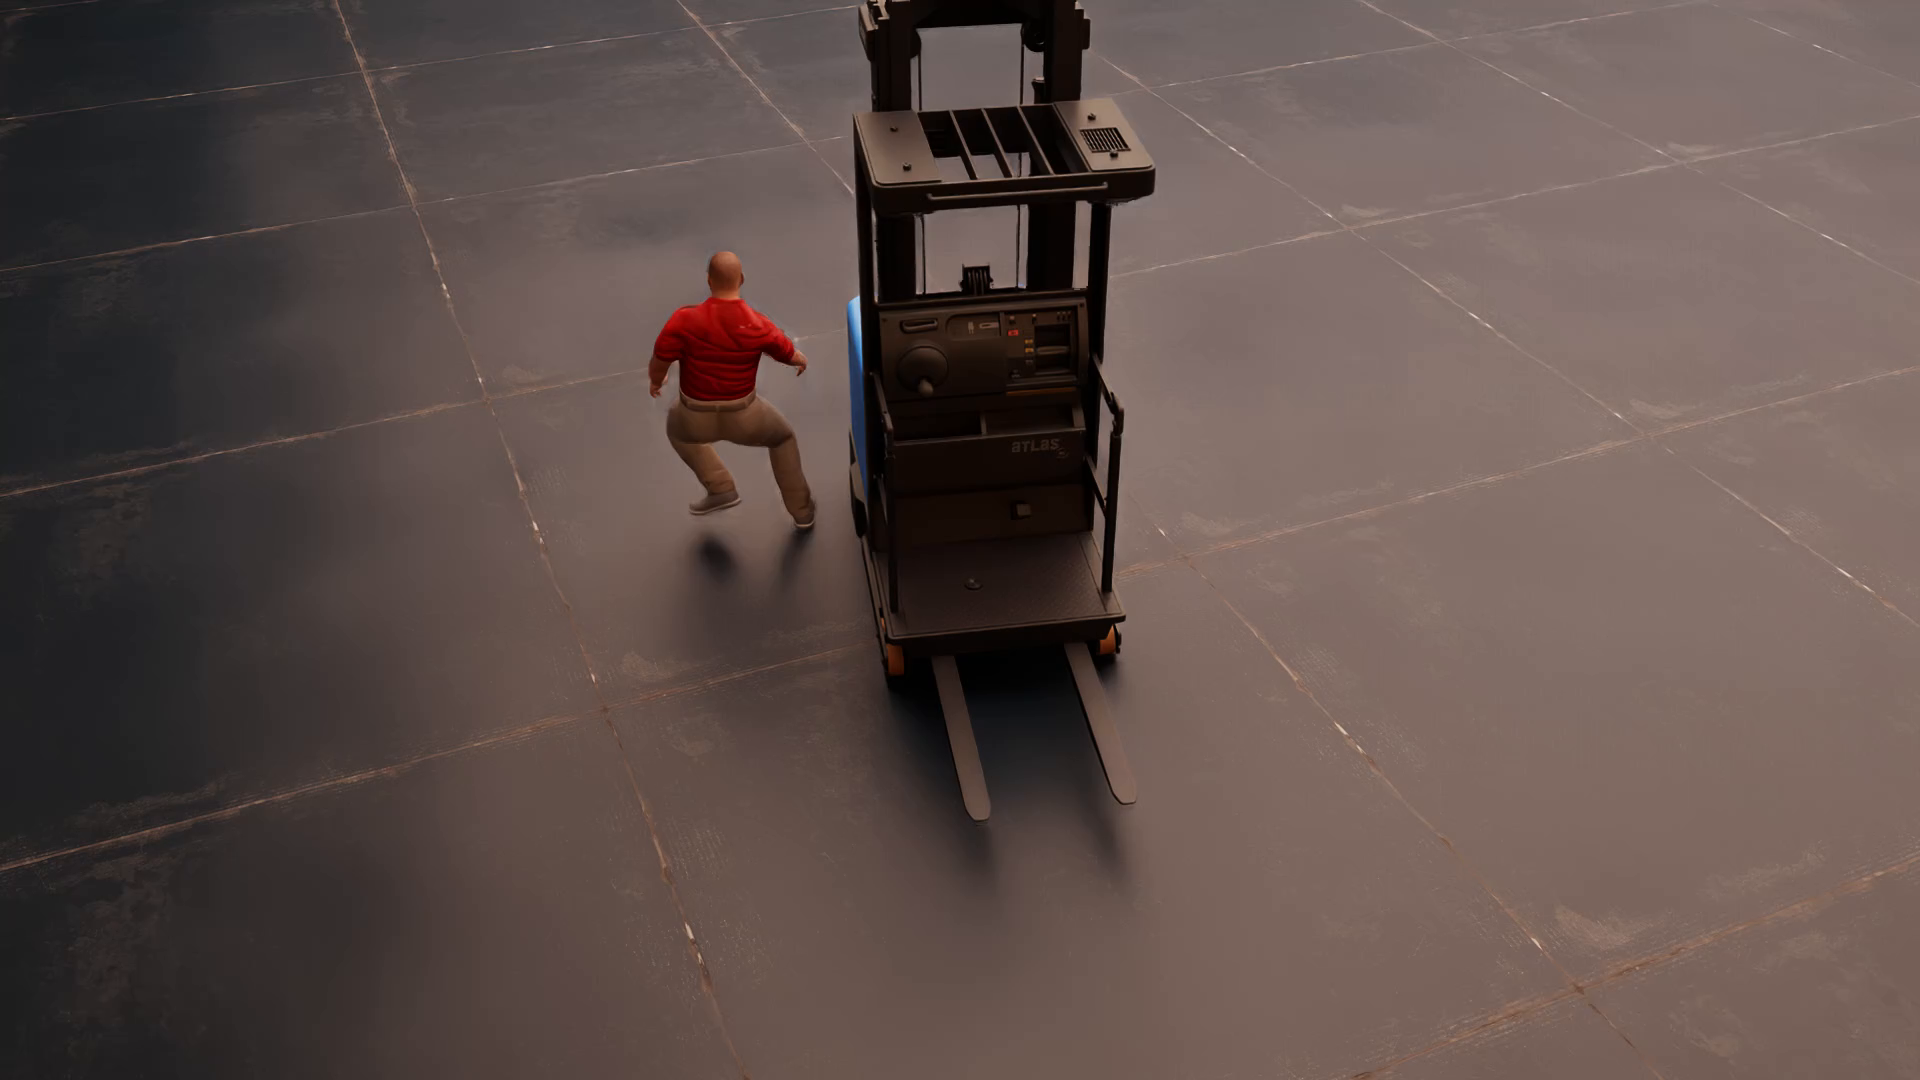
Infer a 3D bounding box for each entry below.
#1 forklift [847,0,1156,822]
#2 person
[{"bbox_3d":[0.145,-0.783,7.200,1.130,2.935,3.031,-5,36,-7],"label":"forklift"},{"bbox_3d":[-1.154,-0.764,8.328,0.794,1.593,0.620,-3,36,-4],"label":"person"}]
